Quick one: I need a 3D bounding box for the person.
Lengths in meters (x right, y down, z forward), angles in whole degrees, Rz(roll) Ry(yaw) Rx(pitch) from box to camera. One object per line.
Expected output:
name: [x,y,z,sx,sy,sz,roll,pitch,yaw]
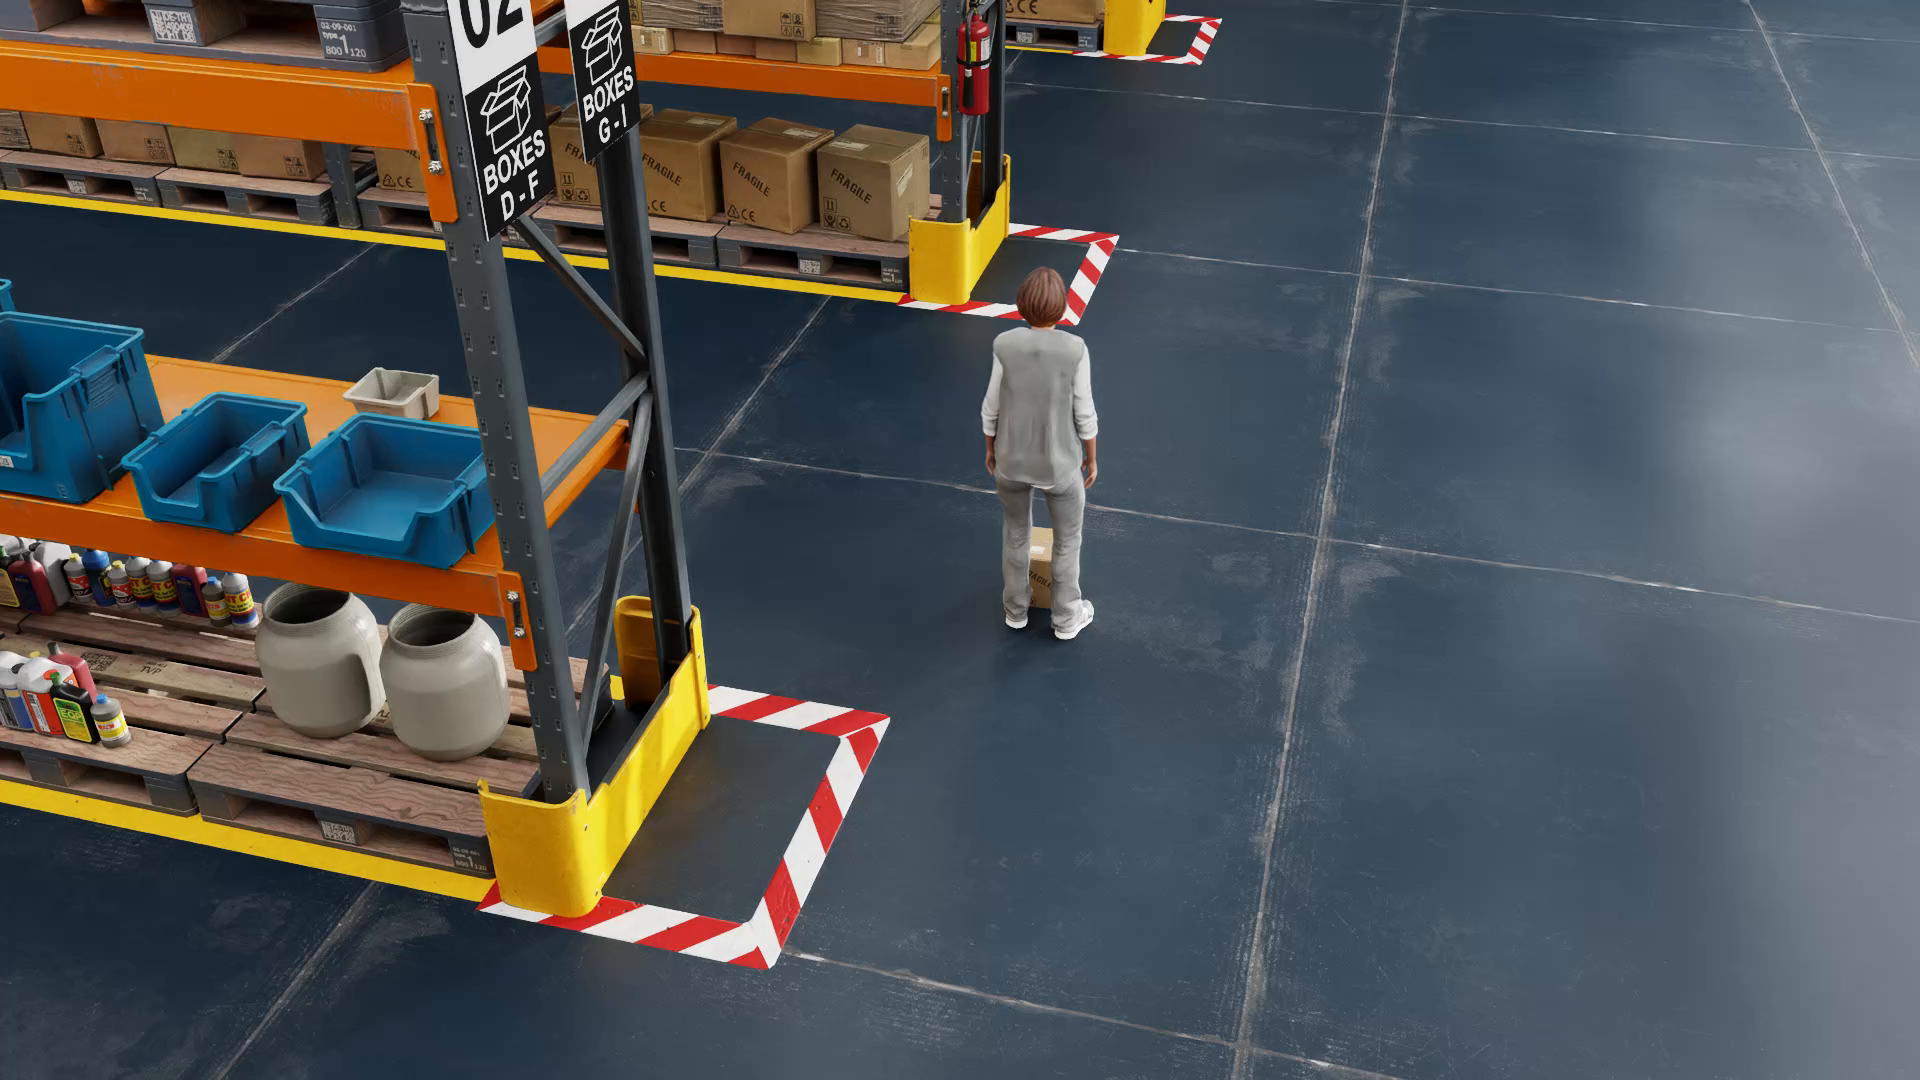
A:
person: [0.320,-0.315,6.630,0.466,1.592,0.366,8,34,12]
